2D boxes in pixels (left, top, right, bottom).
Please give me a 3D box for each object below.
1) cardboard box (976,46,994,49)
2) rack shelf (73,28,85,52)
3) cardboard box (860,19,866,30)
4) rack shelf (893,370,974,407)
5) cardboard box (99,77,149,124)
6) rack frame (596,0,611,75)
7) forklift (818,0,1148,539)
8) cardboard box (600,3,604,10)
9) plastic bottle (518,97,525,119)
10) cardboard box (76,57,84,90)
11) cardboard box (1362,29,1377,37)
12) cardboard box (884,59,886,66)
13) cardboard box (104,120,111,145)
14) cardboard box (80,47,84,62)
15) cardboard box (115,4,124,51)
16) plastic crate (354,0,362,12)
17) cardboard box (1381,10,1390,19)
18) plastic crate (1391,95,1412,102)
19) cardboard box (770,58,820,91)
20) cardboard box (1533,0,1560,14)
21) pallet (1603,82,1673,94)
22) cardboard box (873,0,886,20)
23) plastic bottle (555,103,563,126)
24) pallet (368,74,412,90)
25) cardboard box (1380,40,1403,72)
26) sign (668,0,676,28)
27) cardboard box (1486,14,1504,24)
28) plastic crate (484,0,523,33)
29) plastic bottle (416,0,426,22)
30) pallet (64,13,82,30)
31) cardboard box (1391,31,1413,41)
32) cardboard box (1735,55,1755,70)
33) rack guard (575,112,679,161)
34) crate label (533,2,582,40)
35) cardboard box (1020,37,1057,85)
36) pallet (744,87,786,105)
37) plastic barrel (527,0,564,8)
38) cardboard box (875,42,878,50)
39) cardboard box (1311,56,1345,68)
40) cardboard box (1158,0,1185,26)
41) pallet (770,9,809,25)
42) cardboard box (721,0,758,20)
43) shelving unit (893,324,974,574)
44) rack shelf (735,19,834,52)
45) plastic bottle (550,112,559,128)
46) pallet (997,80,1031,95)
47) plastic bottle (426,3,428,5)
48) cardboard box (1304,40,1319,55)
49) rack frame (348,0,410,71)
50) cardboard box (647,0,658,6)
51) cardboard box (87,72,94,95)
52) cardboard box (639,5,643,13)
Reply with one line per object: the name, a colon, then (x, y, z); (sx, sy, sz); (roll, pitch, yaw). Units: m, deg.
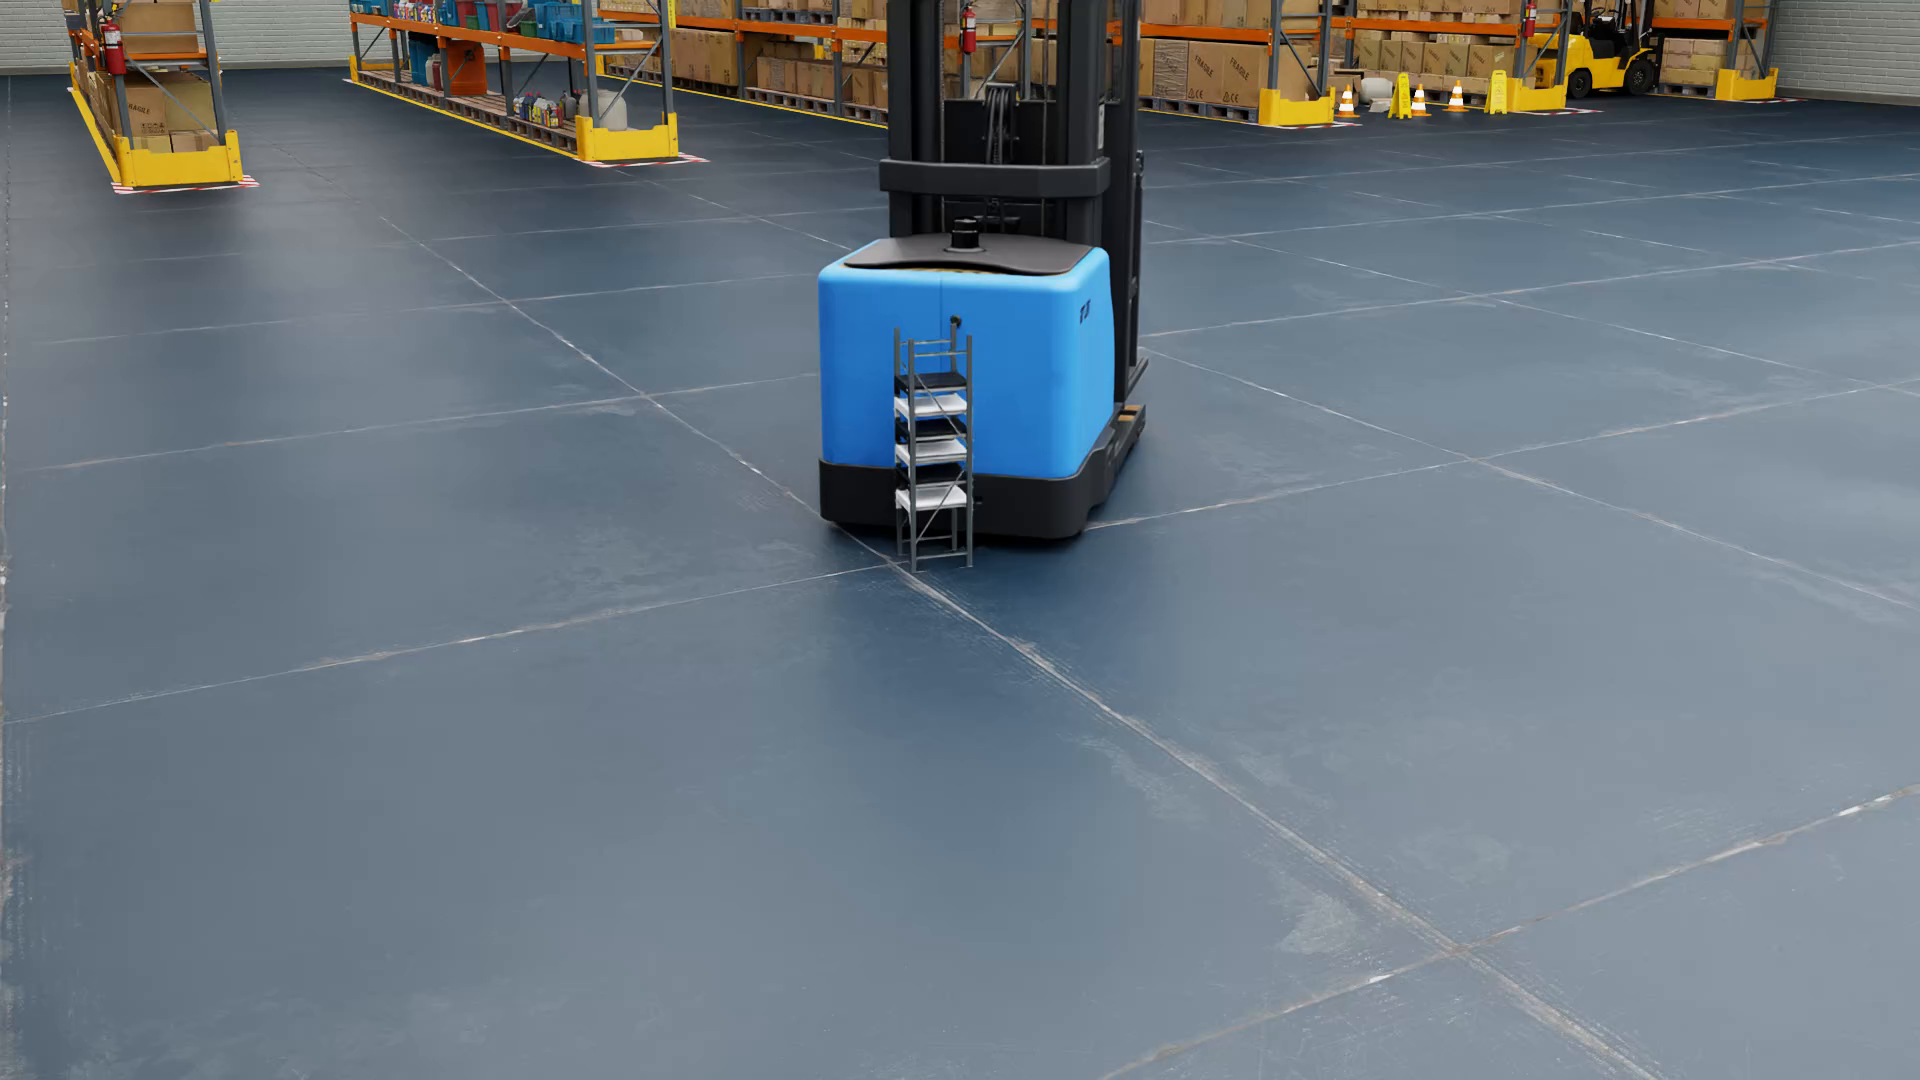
cardboard box: (0.527, -9.318, 31.075); (0.500, 0.250, 0.500); (-11, 22, -28)
rack shelf: (-13.001, -7.752, 25.601); (1.077, 0.370, 4.000); (-10, 21, -27)
cardboard box: (-1.217, -7.465, 24.050); (0.380, 0.149, 0.250); (-10, 21, -27)
rack shelf: (-0.099, -0.564, 6.160); (0.258, 0.077, 0.200); (-6, 20, -16)
cardboard box: (-9.493, -5.011, 18.977); (0.500, 0.500, 0.500); (-10, 21, -27)
rack frame: (-7.130, -11.348, 34.919); (1.000, 3.000, 0.127); (-10, 21, -27)
forklift: (0.283, -1.835, 7.455); (1.130, 2.935, 3.031); (5, 20, 13)
cardboard box: (-7.252, -11.076, 34.517); (0.380, 0.149, 0.250); (-10, 21, -26)
plastic bottle: (-5.847, -5.808, 22.367); (0.152, 0.276, 0.135); (-9, 21, -25)
cardboard box: (-14.471, -7.812, 27.831); (0.500, 0.500, 0.500); (-10, 21, -27)
cardboard box: (8.971, -11.021, 36.166); (0.380, 0.149, 0.250); (-9, 21, -25)
cardboard box: (-1.353, -9.937, 34.558); (0.380, 0.149, 0.250); (-9, 21, -25)
cardboard box: (-9.732, -4.800, 19.514); (0.500, 0.250, 0.500); (-10, 21, -27)
cardboard box: (-13.460, -7.583, 26.018); (0.500, 0.250, 0.500); (-10, 21, -27)
cardboard box: (-8.716, -5.555, 17.977); (0.700, 0.500, 0.500); (-9, 21, -25)
plastic crate: (-11.349, -10.219, 31.813); (0.416, 0.233, 0.300); (-10, 21, -27)
cardboard box: (7.476, -9.043, 28.625); (0.380, 0.149, 0.250); (-10, 21, -27)
plastic crate: (7.314, -7.480, 28.187); (0.583, 0.080, 0.402); (16, 25, 39)
cardboard box: (-2.721, -7.731, 27.596); (0.700, 0.500, 0.500); (-12, 22, -31)
cardboard box: (9.208, -8.657, 26.511); (0.500, 0.500, 0.500); (-10, 22, -27)
pallet: (12.581, -8.305, 30.374); (1.003, 0.211, 1.213); (-10, 21, -27)
cardboard box: (-0.740, -7.675, 23.667); (0.875, 0.500, 0.500); (-10, 21, -27)
plastic bottle: (-5.151, -5.464, 21.358); (0.061, 0.283, 0.133); (-10, 21, -27)
pallet: (-10.556, -8.670, 31.434); (1.003, 0.211, 1.213); (-10, 21, -27)
cardboard box: (7.597, -8.328, 28.590); (0.500, 0.500, 0.500); (-9, 21, -24)
sign: (-3.405, -6.202, 19.583); (0.100, 0.325, 0.005); (-10, 21, -27)
cardboard box: (8.605, -8.301, 26.474); (0.380, 0.149, 0.250); (-10, 22, -27)
plastic crate: (-6.290, -7.258, 22.968); (0.402, 0.464, 0.583); (-10, 21, -27)
plastic bottle: (-8.839, -8.691, 27.296); (0.144, 0.351, 0.185); (-10, 21, -27)
pallet: (-12.435, -7.611, 24.384); (1.213, 0.211, 1.003); (-10, 21, -27)
cardboard box: (7.585, -8.594, 28.367); (0.380, 0.149, 0.250); (-9, 21, -25)
cardboard box: (13.515, -8.362, 29.071); (0.500, 0.250, 0.500); (-10, 21, -26)
rack guard: (-3.969, -4.821, 19.835); (1.175, 0.500, 0.348); (-10, 21, -27)
crate label: (-5.003, -6.491, 20.789); (0.502, 0.435, 0.616); (-10, 21, -27)
cardboard box: (1.710, -8.487, 29.432); (1.050, 0.750, 0.750); (-10, 21, -26)
pallet: (-2.961, -7.509, 28.068); (1.003, 0.211, 1.213); (-10, 21, -27)
plastic barrel: (-5.707, -7.531, 23.089); (0.600, 0.901, 0.708); (-10, 21, -27)
cardboard box: (-1.551, -10.357, 34.862); (0.380, 0.149, 0.250); (-9, 21, -25)
cardboard box: (6.694, -8.751, 30.777); (0.950, 0.372, 0.625); (-9, 21, -23)
cardboard box: (3.601, -8.282, 25.803); (0.875, 0.550, 0.550); (-10, 21, -27)
pallet: (-2.355, -8.399, 26.667); (1.003, 0.211, 1.213); (-10, 21, -27)
cardboard box: (-3.783, -9.202, 28.547); (0.500, 0.500, 0.500); (-9, 21, -25)
shelving unit: (-0.099, -0.340, 6.237); (0.258, 0.900, 0.210); (-6, 20, -16)
rack shelf: (-2.381, -8.137, 26.717); (1.077, 0.370, 4.000); (-10, 21, -27)
plastic bottle: (-5.149, -5.332, 21.101); (0.097, 0.201, 0.097); (0, 19, 0)
pallet: (1.390, -8.235, 30.172); (1.003, 0.211, 1.213); (-10, 21, -27)
plastic bottle: (-8.761, -8.683, 27.374); (0.061, 0.283, 0.133); (-10, 21, -27)
cardboard box: (8.151, -11.196, 37.669); (0.500, 0.500, 0.500); (-10, 22, -27)
rack frame: (-11.489, -10.581, 32.696); (1.000, 3.000, 0.127); (-10, 21, -27)
cardboard box: (-5.671, -10.355, 31.817); (0.500, 0.250, 0.500); (-10, 22, -28)
cardboard box: (-12.061, -6.486, 23.541); (0.500, 0.311, 0.500); (-9, 21, -25)
cardboard box: (-6.030, -10.339, 32.381); (0.380, 0.149, 0.250); (-10, 21, -26)
